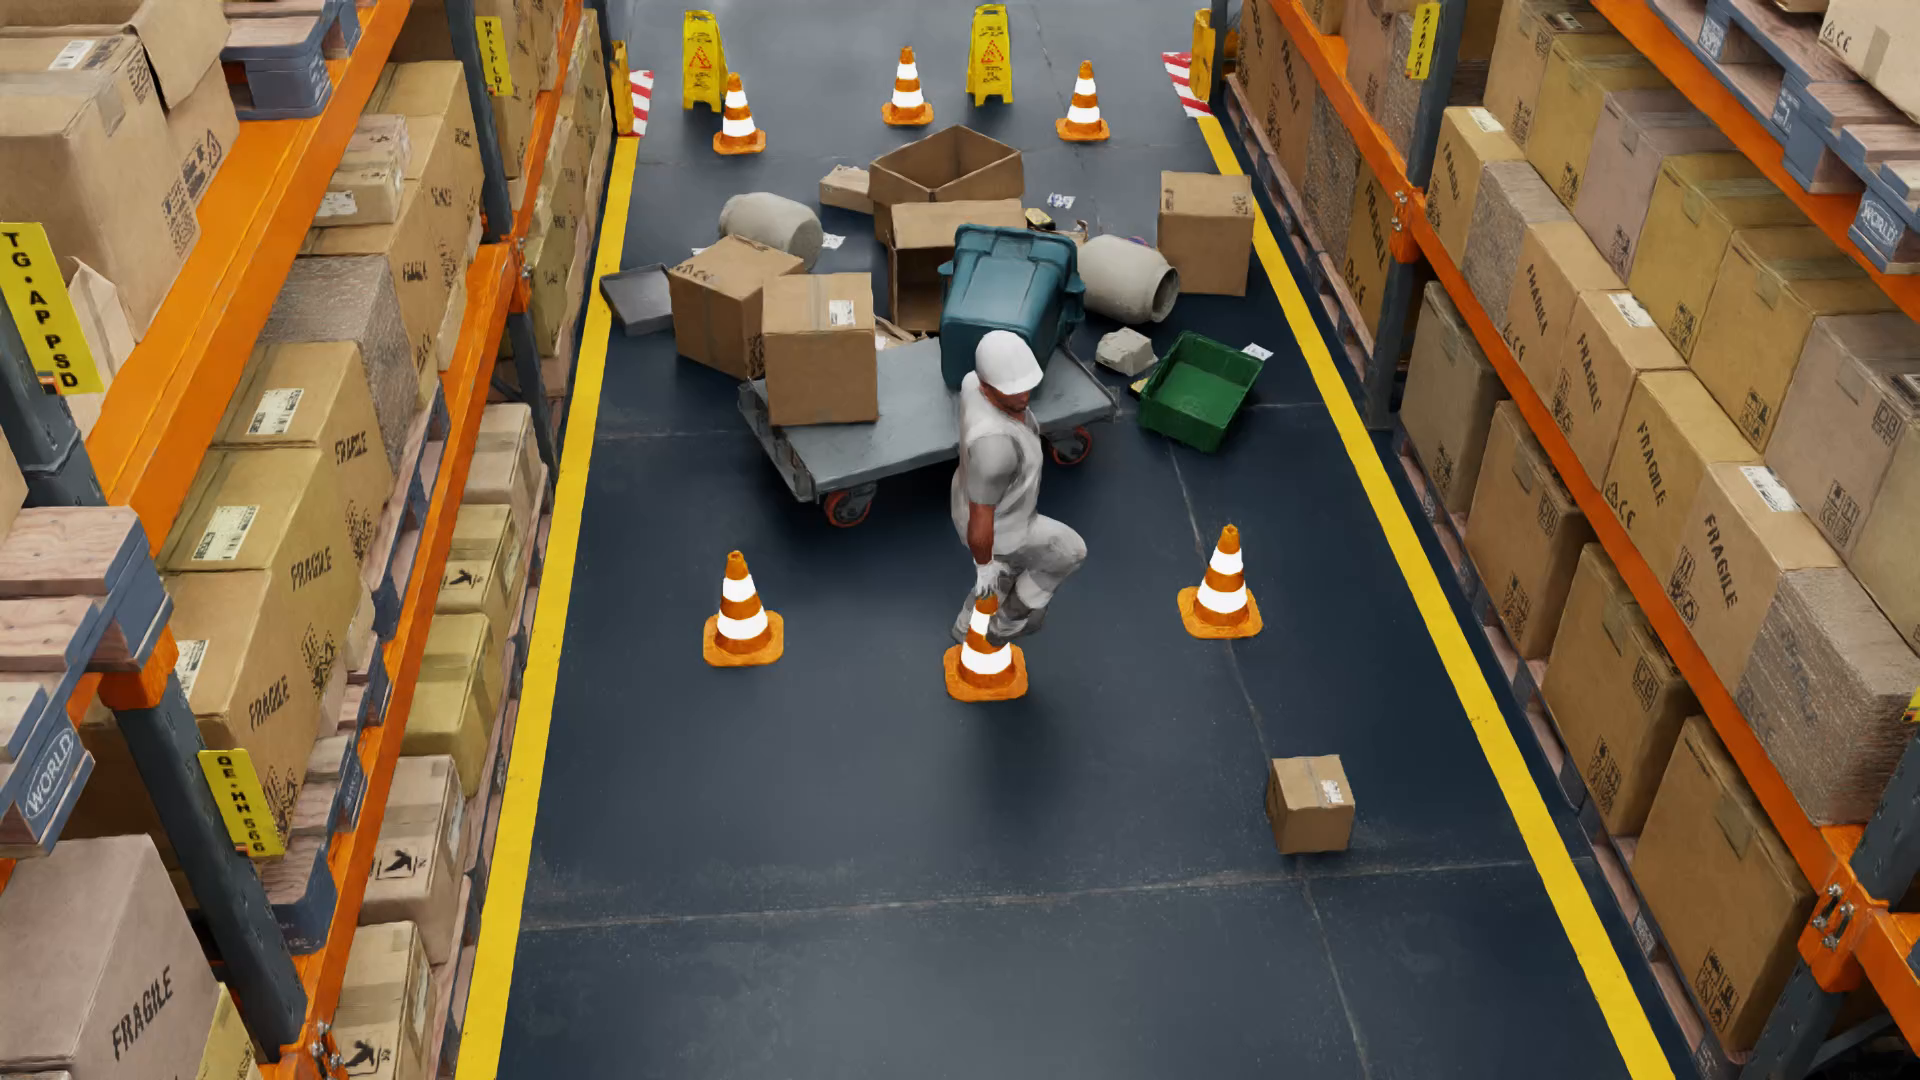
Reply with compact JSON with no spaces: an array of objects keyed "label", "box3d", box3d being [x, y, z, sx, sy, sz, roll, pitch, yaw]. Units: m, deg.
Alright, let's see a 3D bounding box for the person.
[{"label":"person","box3d":[0.232,-0.089,6.239,0.533,1.772,0.677,-5,39,-7]}]
